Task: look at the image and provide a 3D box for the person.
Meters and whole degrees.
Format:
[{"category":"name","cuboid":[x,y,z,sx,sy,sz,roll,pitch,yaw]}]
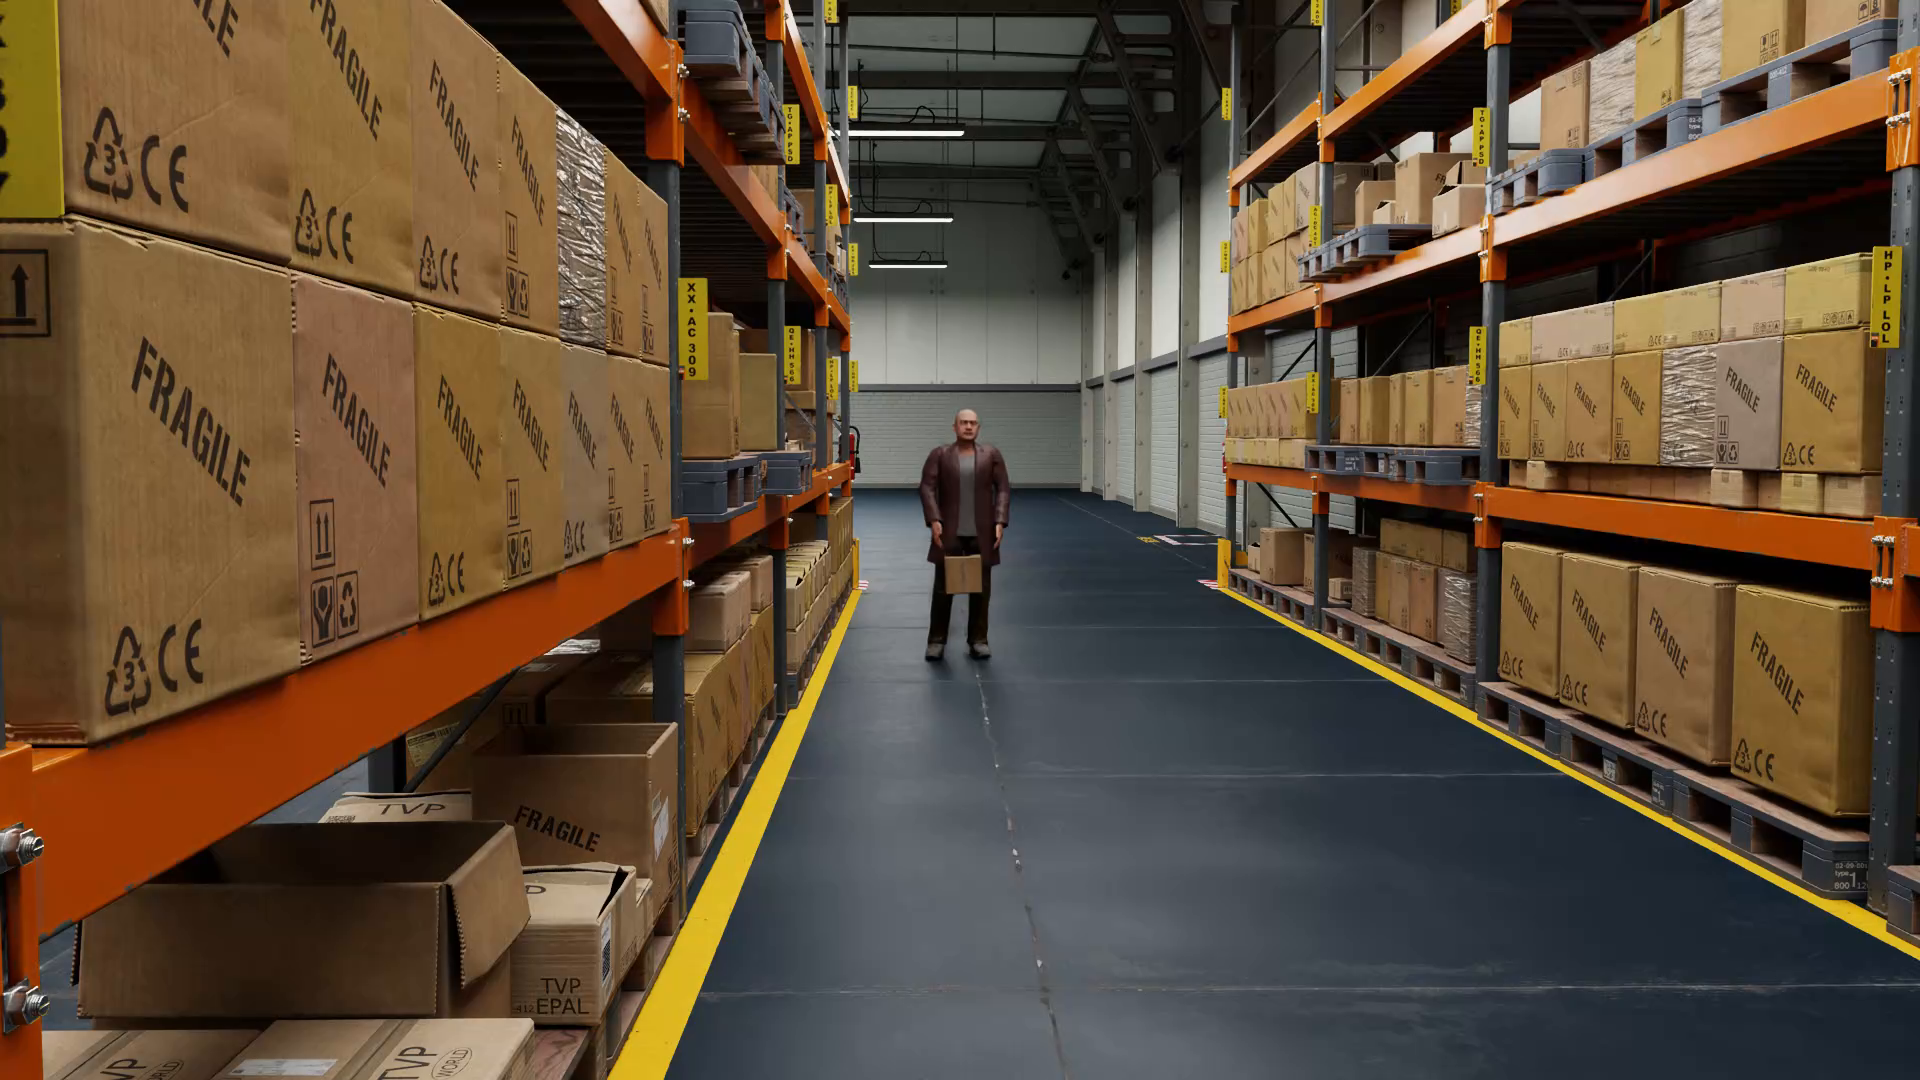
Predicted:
[{"category":"person","cuboid":[0.036,-0.046,11.861,0.661,1.777,0.441,0,4,-2]}]
